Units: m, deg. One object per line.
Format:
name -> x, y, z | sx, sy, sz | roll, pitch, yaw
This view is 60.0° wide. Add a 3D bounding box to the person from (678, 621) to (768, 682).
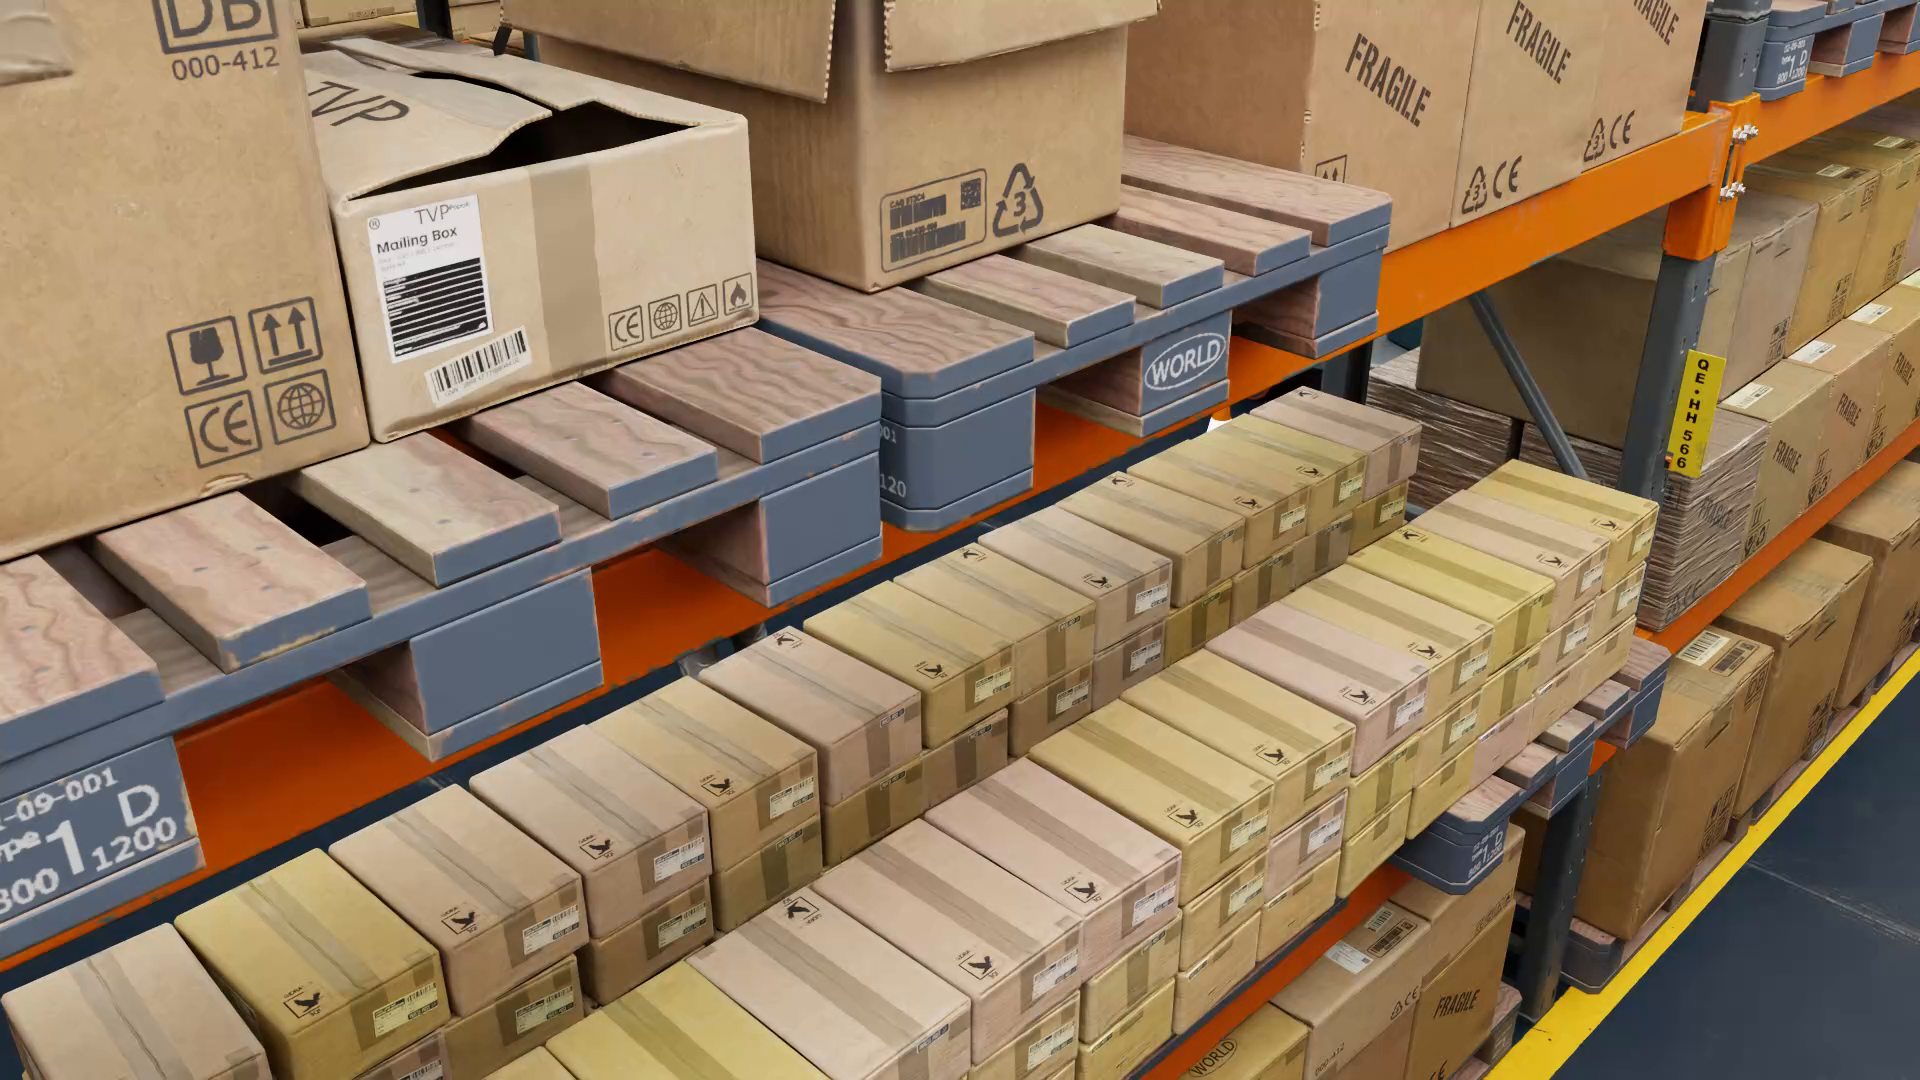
person -> -0.948, 0.007, 6.083 | 0.579, 1.765, 0.502 | 24, 36, 38
